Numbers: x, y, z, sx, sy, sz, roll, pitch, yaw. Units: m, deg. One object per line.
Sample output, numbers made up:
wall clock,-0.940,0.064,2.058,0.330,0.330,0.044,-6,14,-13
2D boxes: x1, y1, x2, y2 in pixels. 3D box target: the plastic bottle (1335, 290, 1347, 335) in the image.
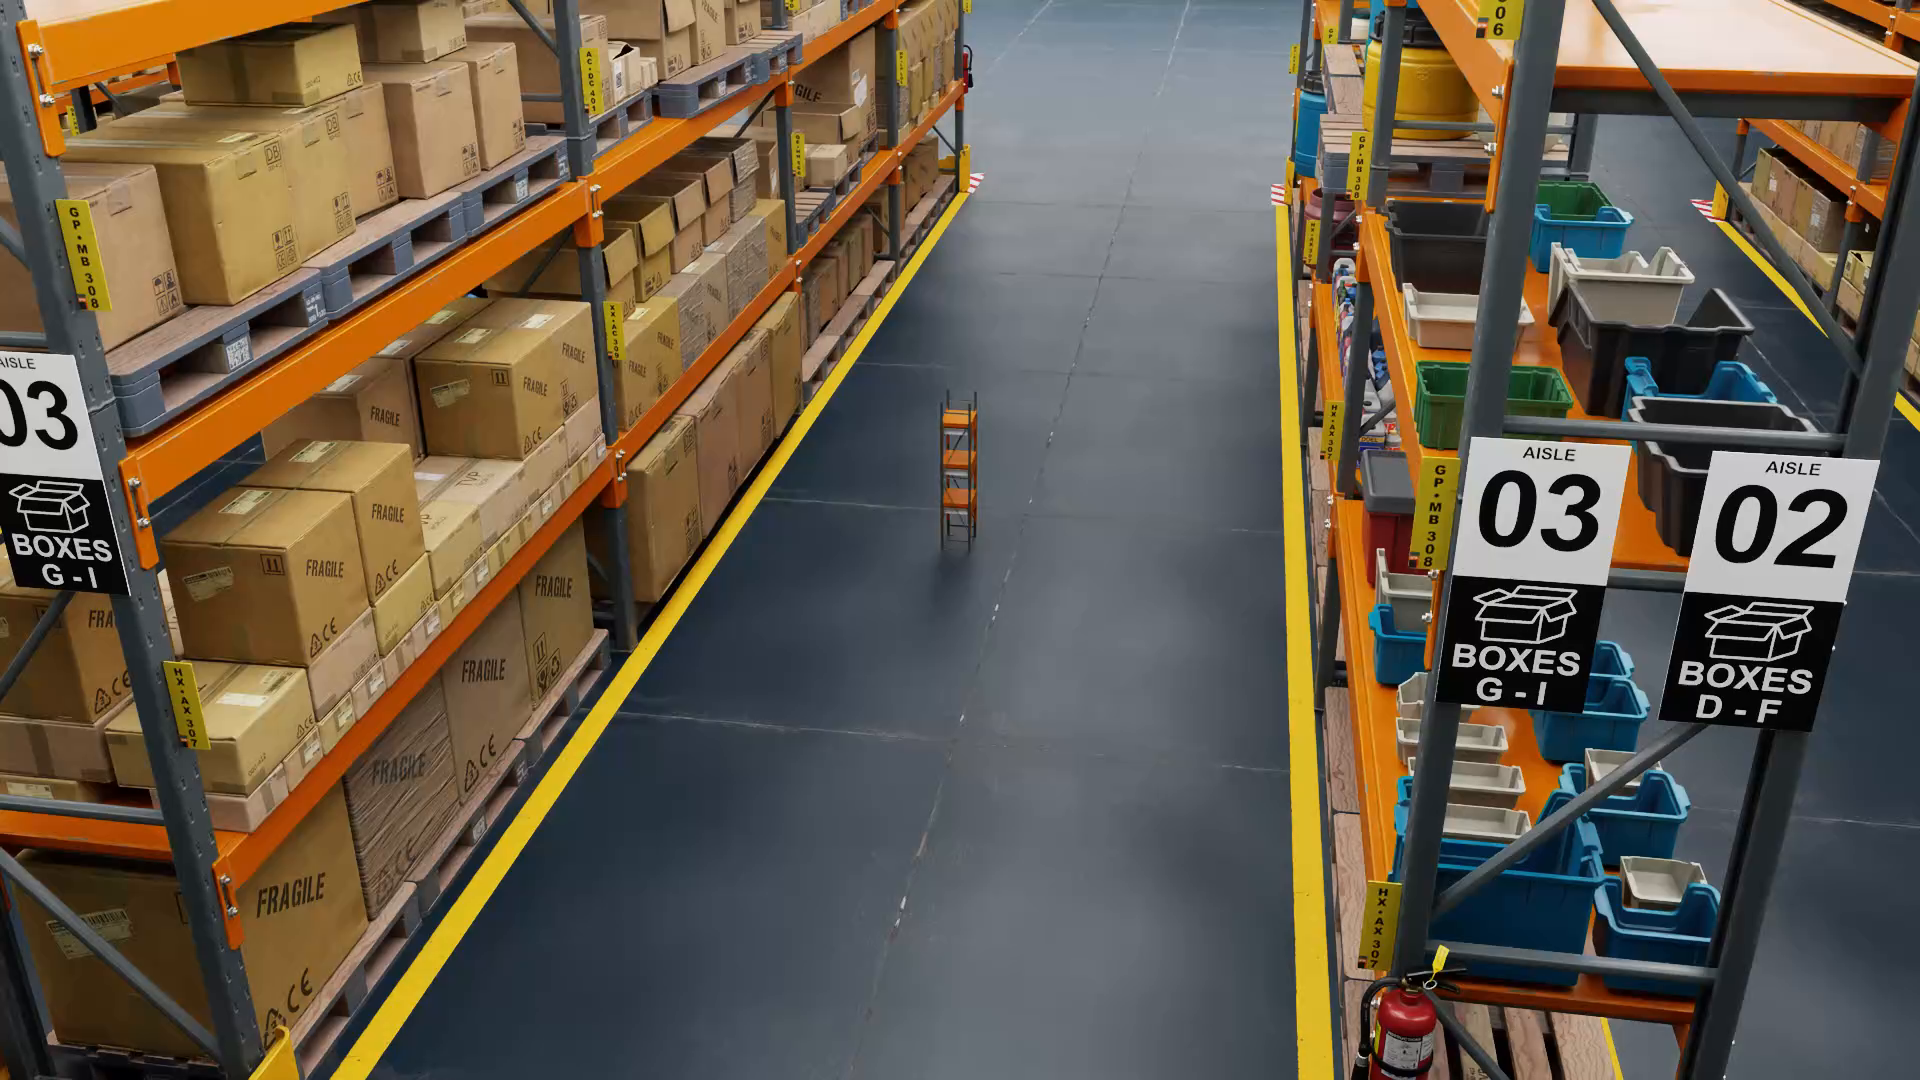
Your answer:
plastic bottle,2.550,-1.518,11.093,0.061,0.283,0.133,4,25,9

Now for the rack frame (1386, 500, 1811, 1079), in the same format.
rack frame,1.812,1.273,4.991,1.000,3.000,0.127,4,25,9

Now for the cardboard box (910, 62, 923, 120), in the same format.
cardboard box,-0.862,-4.659,17.197,0.875,0.500,0.500,4,25,9

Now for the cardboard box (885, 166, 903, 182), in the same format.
cardboard box,-0.898,-3.816,18.318,0.500,0.500,0.500,2,25,4

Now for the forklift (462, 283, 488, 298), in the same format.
forklift,-4.255,-2.536,13.211,1.130,2.935,3.031,-1,25,-3

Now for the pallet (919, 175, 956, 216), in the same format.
pallet,-0.639,-4.129,19.823,1.003,0.211,1.213,4,25,9

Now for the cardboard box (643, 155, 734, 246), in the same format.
cardboard box,-2.011,-2.338,11.406,0.797,0.503,0.637,5,25,10

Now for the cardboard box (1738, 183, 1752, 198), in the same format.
cardboard box,9.006,-3.810,18.599,0.500,0.250,0.500,4,25,9

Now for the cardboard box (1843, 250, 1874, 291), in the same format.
cardboard box,8.346,-2.444,15.019,0.500,0.311,0.500,4,25,9

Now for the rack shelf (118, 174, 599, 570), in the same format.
rack shelf,-2.747,-0.939,7.028,1.077,0.370,4.000,4,25,9

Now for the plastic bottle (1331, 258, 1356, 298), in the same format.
plastic bottle,2.730,-1.858,11.827,0.152,0.276,0.135,4,25,9

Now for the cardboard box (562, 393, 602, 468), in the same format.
cardboard box,-2.233,-0.607,8.834,0.500,0.250,0.500,4,25,8

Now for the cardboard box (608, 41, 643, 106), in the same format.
cardboard box,-2.152,-2.704,9.559,0.500,0.311,0.500,3,25,7

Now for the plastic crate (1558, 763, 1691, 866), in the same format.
plastic crate,2.285,0.966,5.774,0.416,0.233,0.300,4,25,9

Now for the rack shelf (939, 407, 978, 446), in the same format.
rack shelf,-0.009,-0.701,10.864,0.215,0.259,0.240,4,25,9

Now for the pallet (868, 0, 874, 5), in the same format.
pallet,-1.319,-5.111,15.315,1.213,0.211,1.003,4,25,9

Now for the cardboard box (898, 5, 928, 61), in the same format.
cardboard box,-0.626,-5.310,17.408,0.500,0.500,0.500,4,25,9

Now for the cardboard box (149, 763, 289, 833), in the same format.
cardboard box,-2.690,0.918,6.046,0.380,0.149,0.250,4,25,9

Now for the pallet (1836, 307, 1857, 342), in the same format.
pallet,8.578,-1.827,14.904,1.003,0.211,1.213,4,25,9

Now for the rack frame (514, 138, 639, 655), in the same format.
rack frame,-2.420,-0.743,9.298,1.000,3.000,0.127,4,25,9

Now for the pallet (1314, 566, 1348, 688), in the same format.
pallet,2.633,0.544,9.840,1.003,0.211,1.213,4,25,9

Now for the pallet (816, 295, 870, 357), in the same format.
pallet,-1.436,-1.988,15.249,1.003,0.211,1.213,4,25,9

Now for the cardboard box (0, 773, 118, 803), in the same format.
cardboard box,-3.341,0.872,6.145,0.380,0.149,0.250,5,25,10

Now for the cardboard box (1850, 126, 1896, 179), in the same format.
cardboard box,8.726,-3.632,15.353,0.700,0.500,0.500,3,25,7

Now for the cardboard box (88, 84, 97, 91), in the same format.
cardboard box,-10.303,-5.305,19.342,0.380,0.149,0.250,4,25,9

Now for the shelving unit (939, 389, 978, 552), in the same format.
shelving unit,-0.009,-0.453,10.980,0.215,1.050,0.252,4,25,9

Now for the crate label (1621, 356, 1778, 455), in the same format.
crate label,2.282,-0.381,5.163,0.408,0.251,0.502,4,25,9

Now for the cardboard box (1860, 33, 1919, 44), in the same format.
cardboard box,8.807,-4.431,15.530,0.700,0.500,0.500,4,25,8

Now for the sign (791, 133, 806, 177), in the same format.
sign,-1.218,-2.903,12.548,0.100,0.325,0.005,4,25,9

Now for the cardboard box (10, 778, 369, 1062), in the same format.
cardboard box,-3.048,1.429,6.669,0.875,0.875,0.875,4,25,9

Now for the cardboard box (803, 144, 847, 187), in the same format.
cardboard box,-1.266,-3.223,14.279,0.500,0.250,0.500,3,25,7

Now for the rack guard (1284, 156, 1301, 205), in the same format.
rack guard,4.461,-4.251,19.743,1.175,0.500,0.348,4,25,9

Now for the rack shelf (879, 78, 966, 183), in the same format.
rack shelf,-0.786,-4.599,18.386,1.077,0.370,4.000,4,25,9

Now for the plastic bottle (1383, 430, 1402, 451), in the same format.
plastic bottle,2.338,-0.496,9.006,0.097,0.201,0.097,0,25,0

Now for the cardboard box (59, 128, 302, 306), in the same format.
cardboard box,-2.831,-1.157,5.914,0.700,0.500,0.500,3,25,7

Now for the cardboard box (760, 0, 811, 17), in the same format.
cardboard box,-1.436,-4.225,12.491,0.500,0.500,0.500,4,25,9

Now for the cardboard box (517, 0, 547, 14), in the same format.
cardboard box,-5.434,-6.315,19.753,0.875,0.550,0.550,4,25,9

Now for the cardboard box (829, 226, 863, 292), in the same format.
cardboard box,-1.331,-2.702,15.914,0.700,0.500,0.500,4,25,8

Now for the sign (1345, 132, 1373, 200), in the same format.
sign,1.924,-1.801,8.011,0.100,0.325,0.005,4,25,9

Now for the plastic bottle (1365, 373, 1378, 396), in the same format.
plastic bottle,2.294,-0.784,9.445,0.144,0.351,0.185,4,25,9

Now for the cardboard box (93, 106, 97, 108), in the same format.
cardboard box,-10.815,-4.976,20.206,0.500,0.500,0.500,5,25,10

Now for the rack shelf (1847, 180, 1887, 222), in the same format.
rack shelf,8.333,-2.238,13.342,1.077,0.370,4.000,4,25,9

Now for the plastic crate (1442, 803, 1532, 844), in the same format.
plastic crate,1.767,1.012,5.790,0.396,0.136,0.243,4,25,9

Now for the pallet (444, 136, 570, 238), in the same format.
pallet,-2.564,-1.720,7.952,1.003,0.211,1.213,4,25,9

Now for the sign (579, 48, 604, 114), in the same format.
sign,-1.872,-2.333,8.455,0.100,0.325,0.005,4,25,9

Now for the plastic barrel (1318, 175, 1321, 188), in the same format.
plastic barrel,3.281,-3.115,14.207,0.433,0.535,0.433,0,25,0

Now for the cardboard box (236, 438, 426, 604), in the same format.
cardboard box,-2.569,-0.084,6.834,0.500,0.500,0.500,3,25,7

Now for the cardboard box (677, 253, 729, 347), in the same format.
cardboard box,-1.856,-1.599,11.010,0.500,0.500,0.500,5,25,10

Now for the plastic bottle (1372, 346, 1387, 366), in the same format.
plastic bottle,2.540,-1.045,10.095,0.097,0.271,0.097,0,25,0

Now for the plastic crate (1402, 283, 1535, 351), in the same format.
plastic crate,1.905,-0.847,6.294,0.437,0.136,0.530,4,25,9

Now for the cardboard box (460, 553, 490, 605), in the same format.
cardboard box,-2.399,0.165,7.655,0.380,0.149,0.250,4,25,9

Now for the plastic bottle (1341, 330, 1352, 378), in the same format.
plastic bottle,2.406,-1.151,10.308,0.061,0.283,0.133,4,25,9

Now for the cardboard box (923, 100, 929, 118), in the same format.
cardboard box,-0.549,-4.672,17.990,0.380,0.149,0.250,4,25,9
